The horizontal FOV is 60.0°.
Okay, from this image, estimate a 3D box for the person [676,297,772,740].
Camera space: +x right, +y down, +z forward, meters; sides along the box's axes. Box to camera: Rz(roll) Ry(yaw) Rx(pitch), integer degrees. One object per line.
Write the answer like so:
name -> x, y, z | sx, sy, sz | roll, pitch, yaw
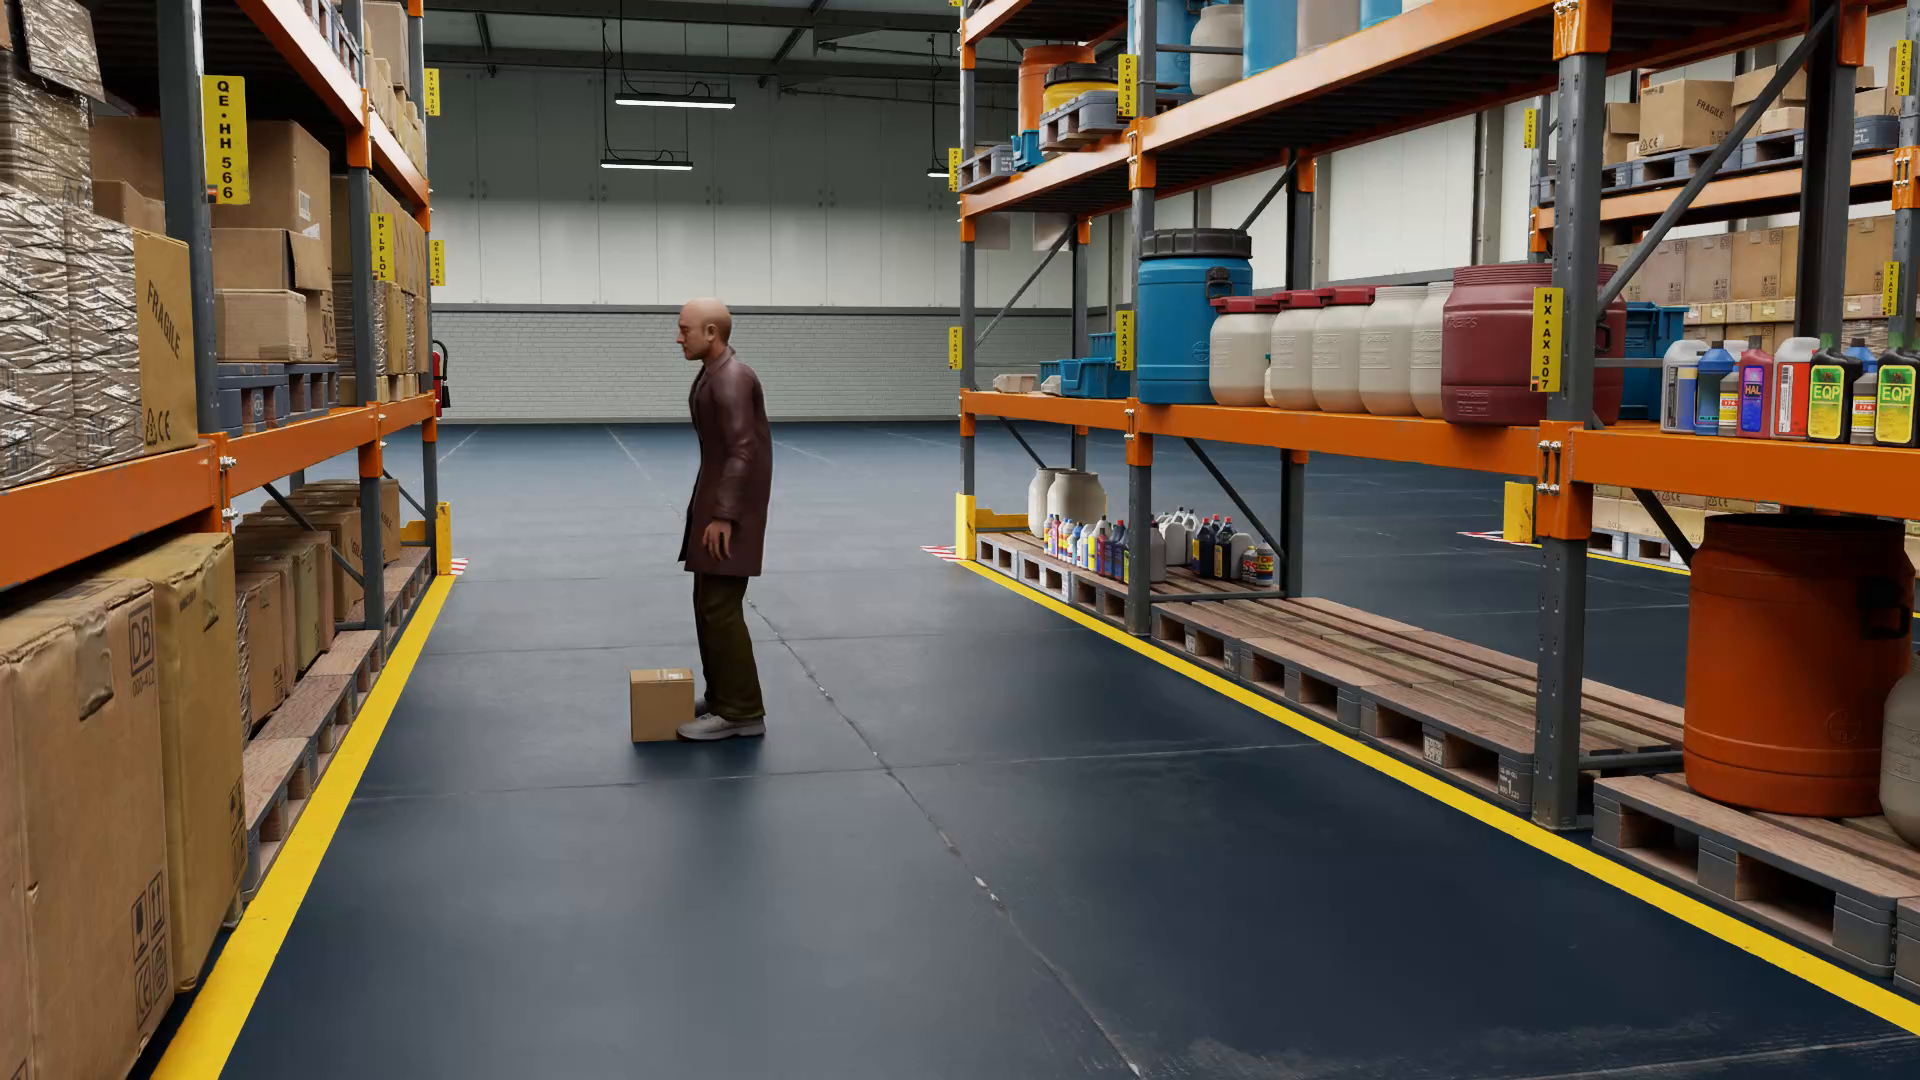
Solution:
person -> -0.975, -0.093, 6.765 | 0.417, 1.774, 0.656 | -2, 6, -16
